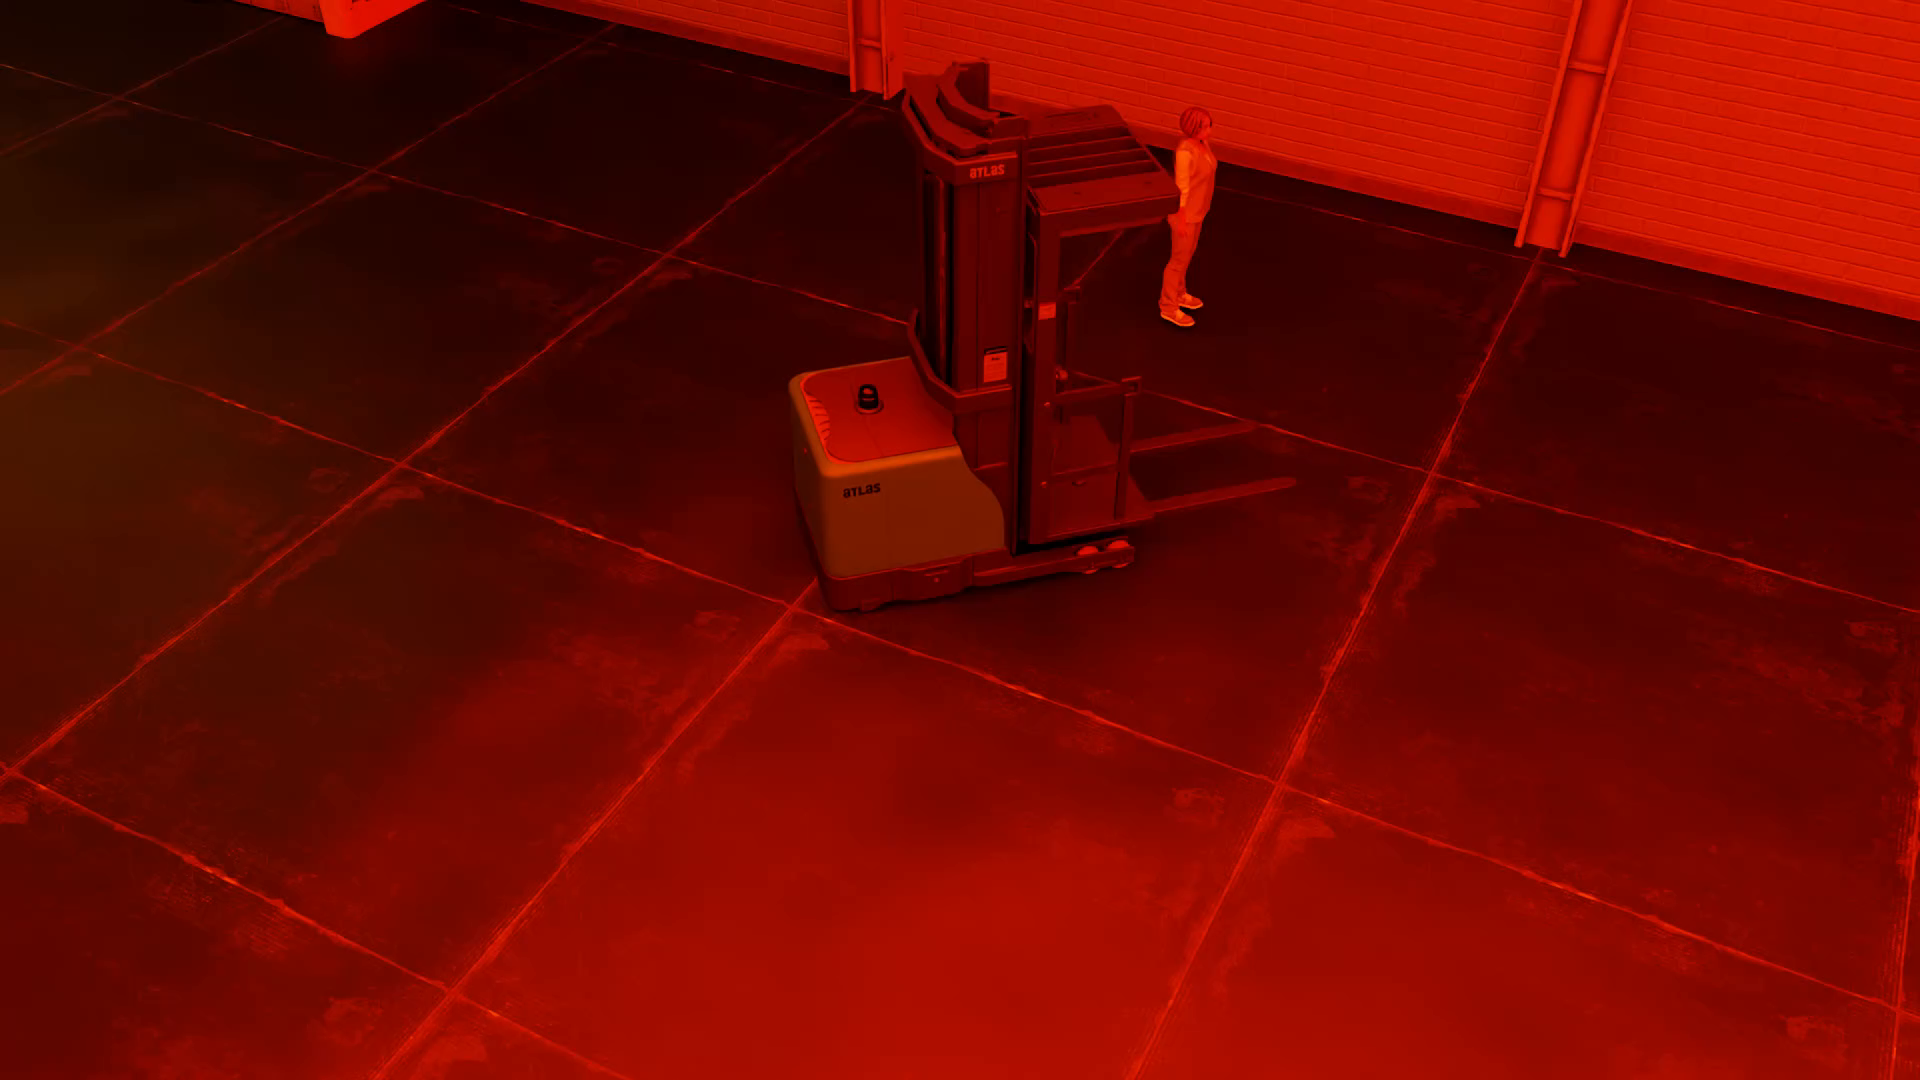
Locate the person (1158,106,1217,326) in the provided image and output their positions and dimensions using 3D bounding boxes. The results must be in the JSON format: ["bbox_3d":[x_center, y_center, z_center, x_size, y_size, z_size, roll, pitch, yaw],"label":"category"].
[{"bbox_3d":[1.609,-2.291,11.679,0.313,1.604,0.411,15,42,17],"label":"person"}]

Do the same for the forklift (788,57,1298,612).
[{"bbox_3d":[0.553,-1.237,9.455,3.031,2.935,1.130,-11,41,-12],"label":"forklift"}]
